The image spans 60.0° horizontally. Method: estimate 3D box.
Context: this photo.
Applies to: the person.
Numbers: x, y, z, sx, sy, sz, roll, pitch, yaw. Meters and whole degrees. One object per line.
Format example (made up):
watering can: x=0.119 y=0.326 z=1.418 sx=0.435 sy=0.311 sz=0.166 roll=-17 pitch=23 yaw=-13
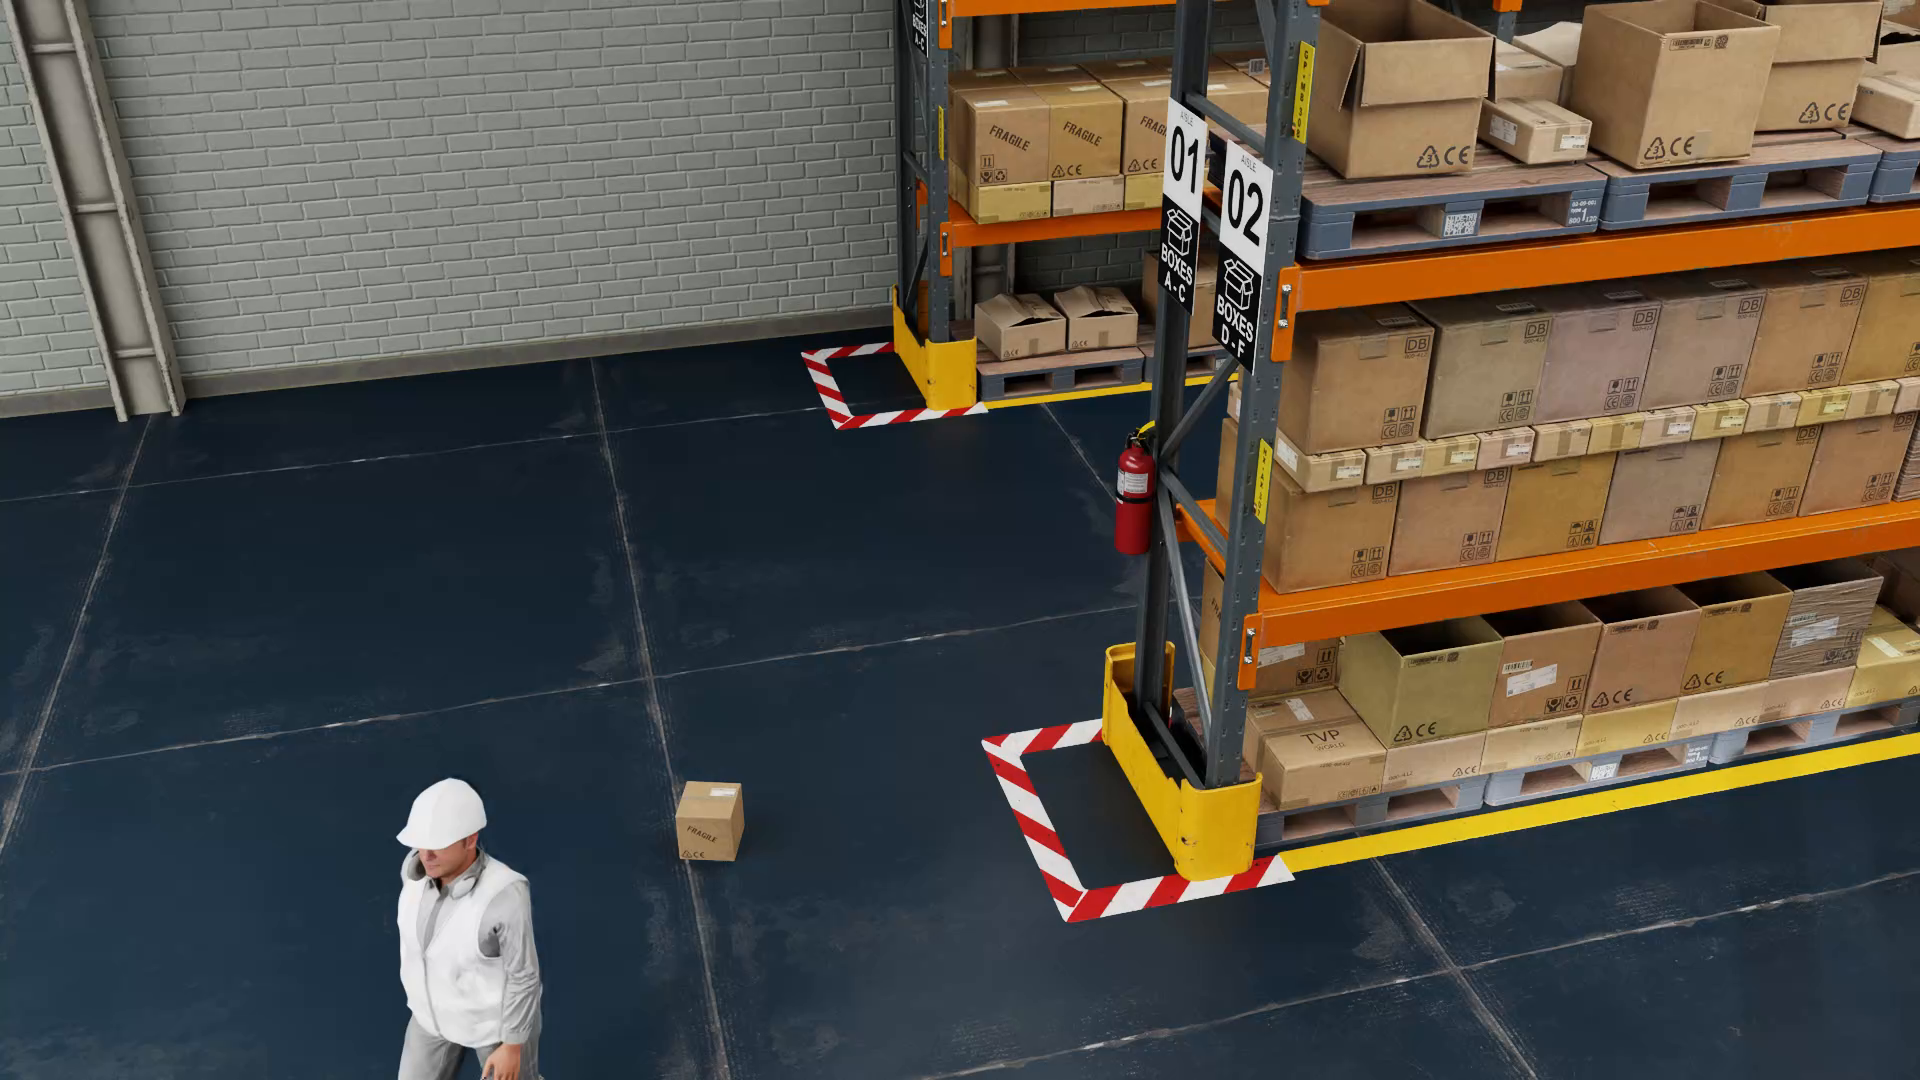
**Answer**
person: x=-1.609 y=1.584 z=5.498 sx=0.572 sy=1.836 sz=0.536 roll=13 pitch=33 yaw=21
